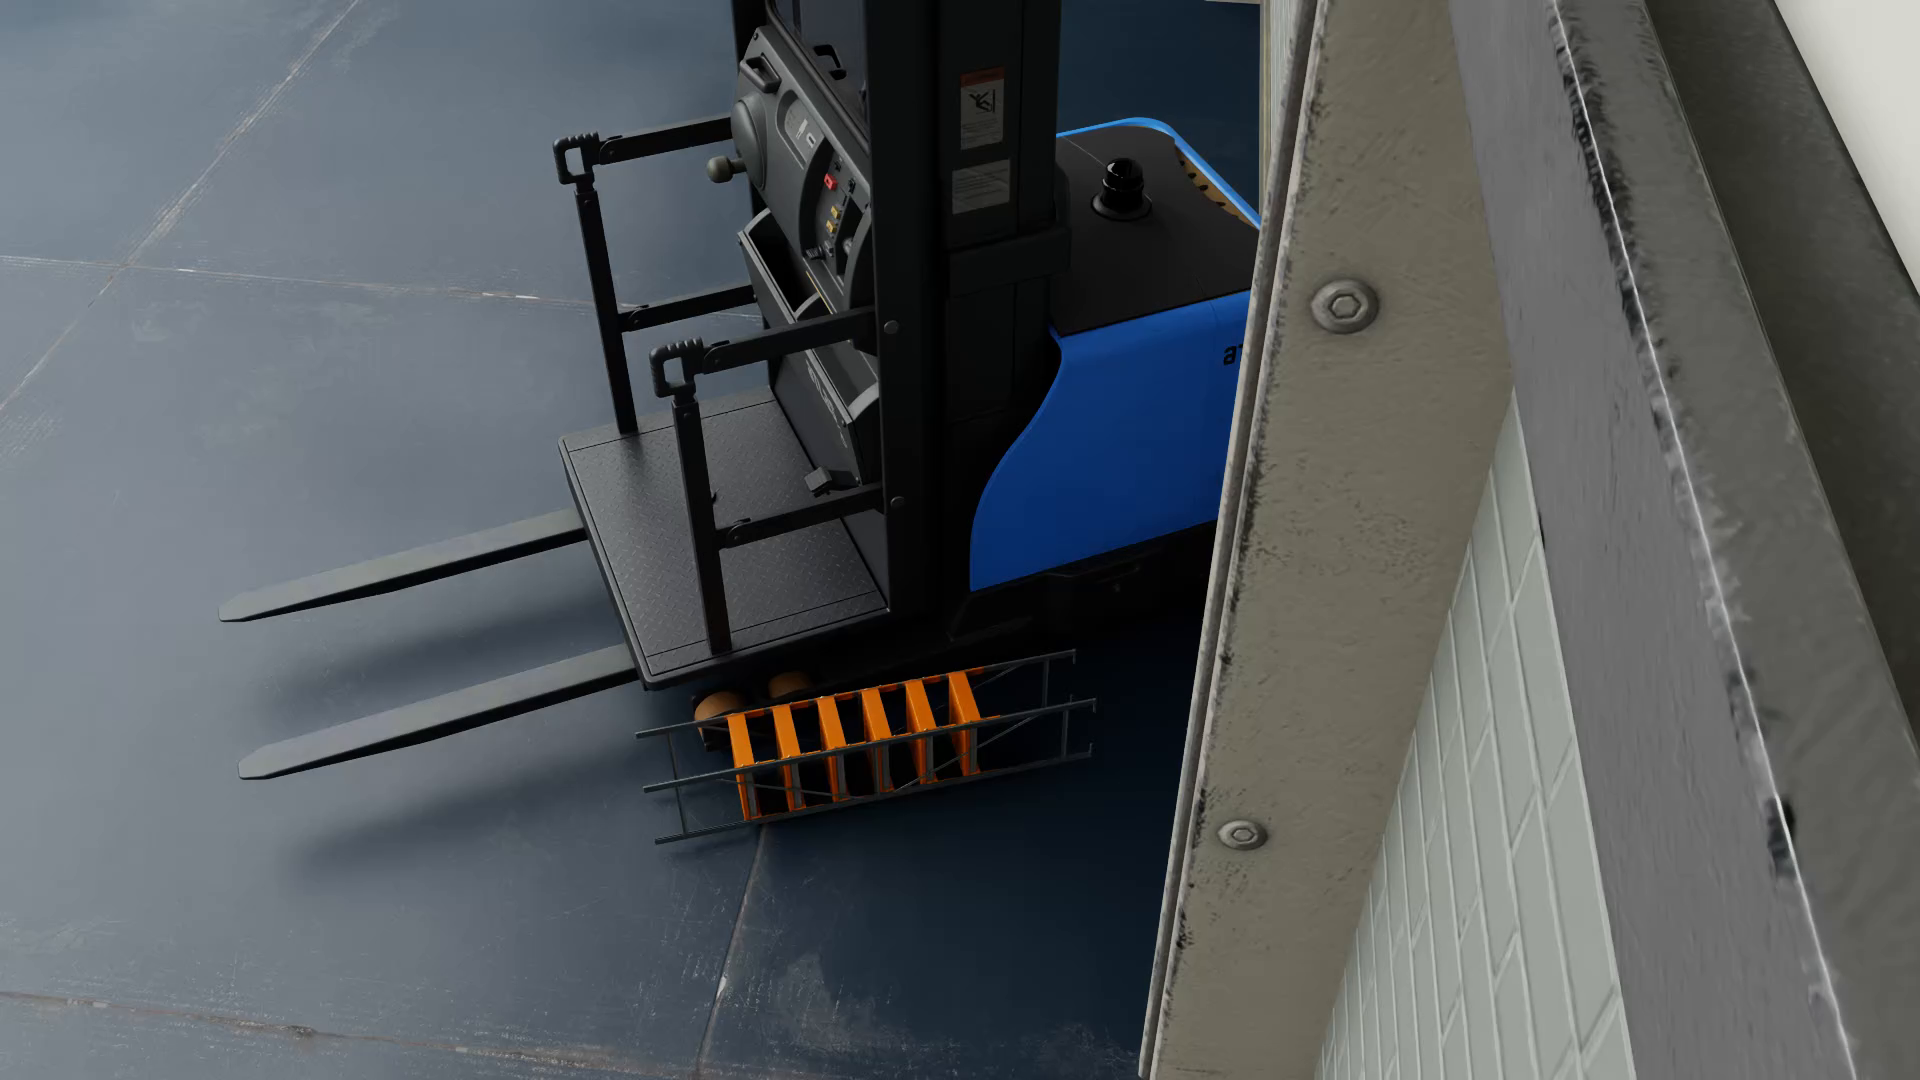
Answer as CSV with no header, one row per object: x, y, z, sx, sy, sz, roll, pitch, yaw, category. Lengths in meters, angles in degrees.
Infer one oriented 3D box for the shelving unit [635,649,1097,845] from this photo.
-0.241,0.549,4.456,1.200,0.258,0.189,-10,44,-10,shelving unit

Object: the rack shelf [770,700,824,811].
-0.431,0.582,4.421,0.103,0.258,0.180,-10,44,-10,rack shelf

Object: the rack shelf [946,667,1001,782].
0.035,0.501,4.507,0.103,0.258,0.180,-10,44,-10,rack shelf

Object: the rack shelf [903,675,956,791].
-0.082,0.521,4.486,0.103,0.258,0.180,-10,44,-10,rack shelf

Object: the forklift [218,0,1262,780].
-0.582,-0.898,4.067,3.031,2.935,1.130,-16,46,-16,forklift

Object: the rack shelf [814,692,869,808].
-0.314,0.562,4.442,0.103,0.258,0.180,-10,44,-10,rack shelf

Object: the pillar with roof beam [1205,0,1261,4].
-2.919,-6.372,5.435,9.100,9.000,0.400,5,44,6,pillar with roof beam

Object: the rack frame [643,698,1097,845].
-0.218,0.610,4.392,1.200,0.240,0.006,-10,44,-10,rack frame

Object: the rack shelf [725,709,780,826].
-0.547,0.603,4.399,0.103,0.258,0.180,-10,44,-10,rack shelf

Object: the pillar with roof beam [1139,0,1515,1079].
-3.712,-2.283,1.116,9.100,9.000,0.400,5,44,6,pillar with roof beam

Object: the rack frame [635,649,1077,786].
-0.264,0.488,4.520,1.200,0.240,0.006,-10,44,-10,rack frame

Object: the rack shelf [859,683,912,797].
-0.198,0.542,4.464,0.103,0.258,0.180,-10,44,-10,rack shelf
